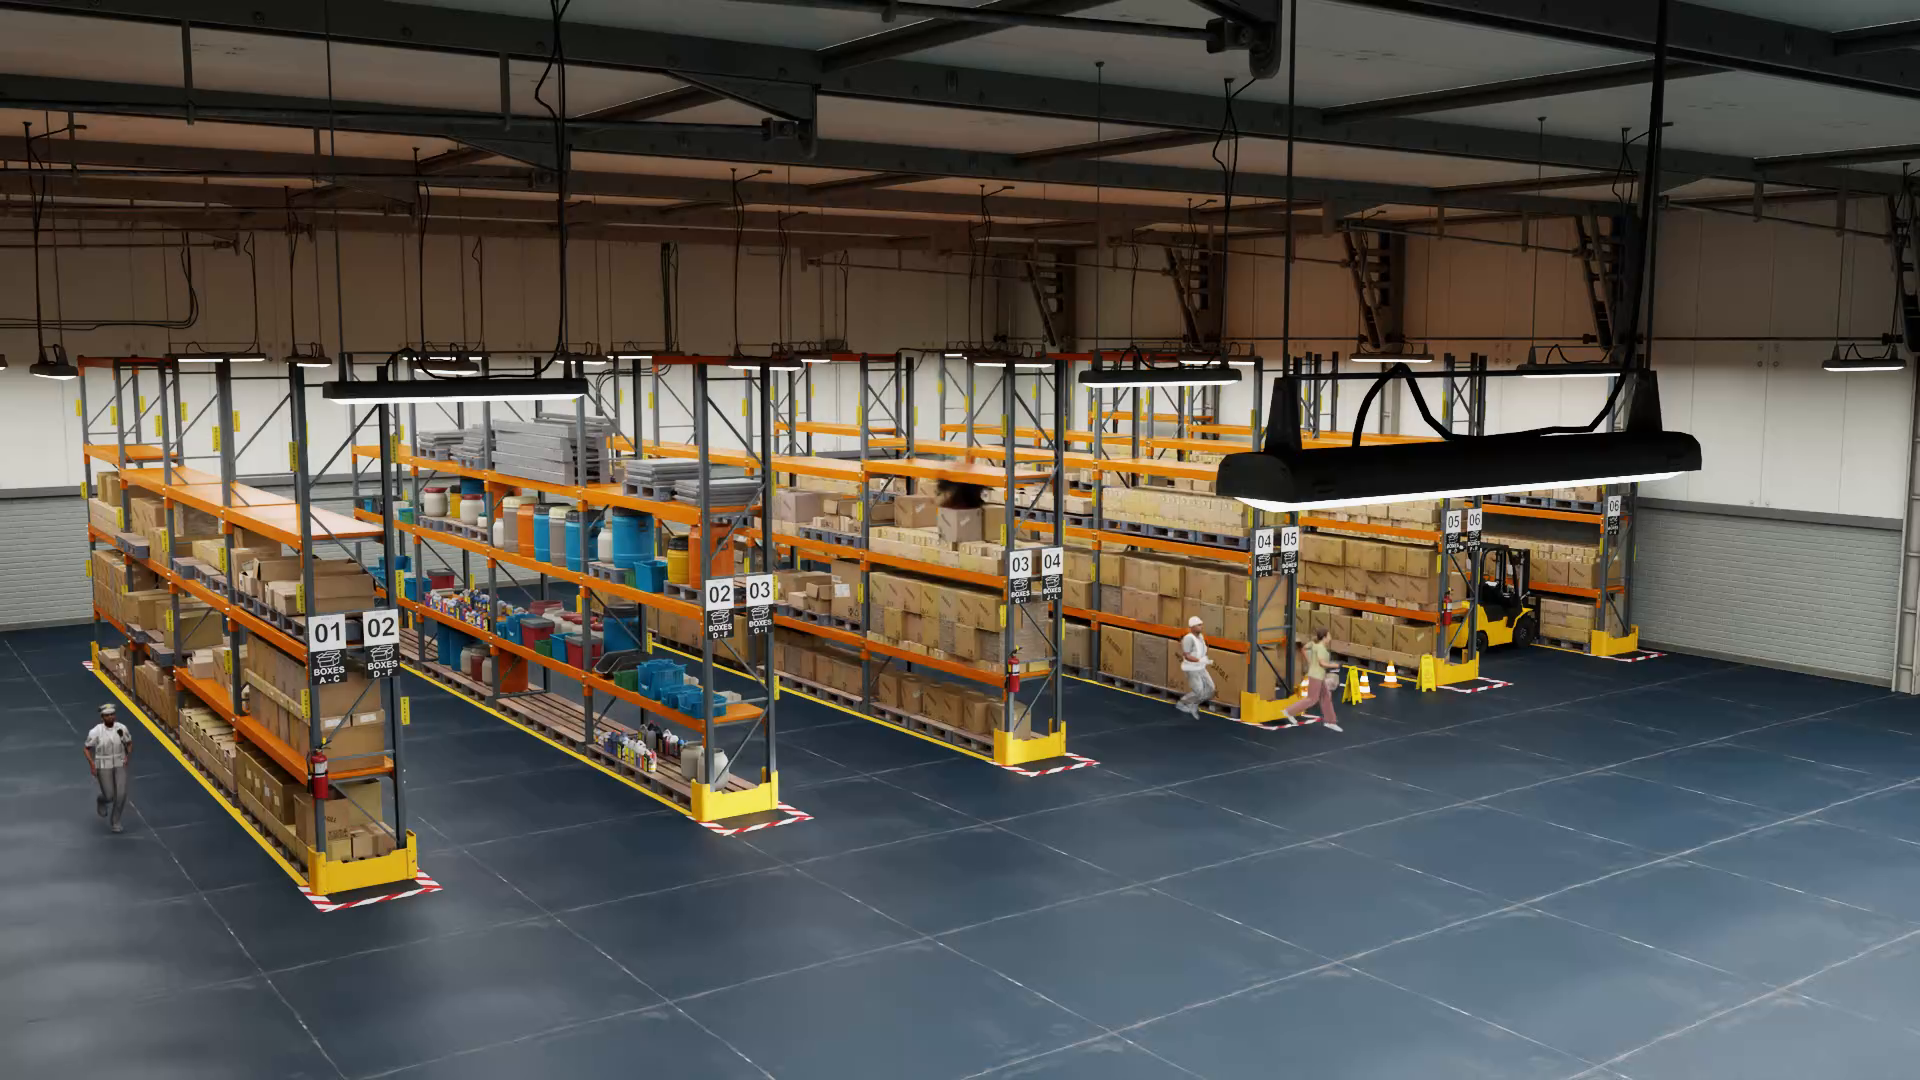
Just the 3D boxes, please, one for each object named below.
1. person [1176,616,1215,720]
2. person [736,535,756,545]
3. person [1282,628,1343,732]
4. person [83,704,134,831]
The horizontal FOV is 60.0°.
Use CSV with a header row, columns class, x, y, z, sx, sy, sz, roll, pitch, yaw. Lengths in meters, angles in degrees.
class,x,y,z,sx,sy,sz,roll,pitch,yaw
person,3.843,2.089,26.955,0.678,1.724,0.706,5,8,35
person,-5.376,0.511,40.827,0.718,1.744,0.913,6,9,40
person,5.654,2.238,26.623,0.980,1.675,0.608,0,7,0
person,-10.982,2.921,21.513,0.583,1.662,0.558,-6,9,-40
